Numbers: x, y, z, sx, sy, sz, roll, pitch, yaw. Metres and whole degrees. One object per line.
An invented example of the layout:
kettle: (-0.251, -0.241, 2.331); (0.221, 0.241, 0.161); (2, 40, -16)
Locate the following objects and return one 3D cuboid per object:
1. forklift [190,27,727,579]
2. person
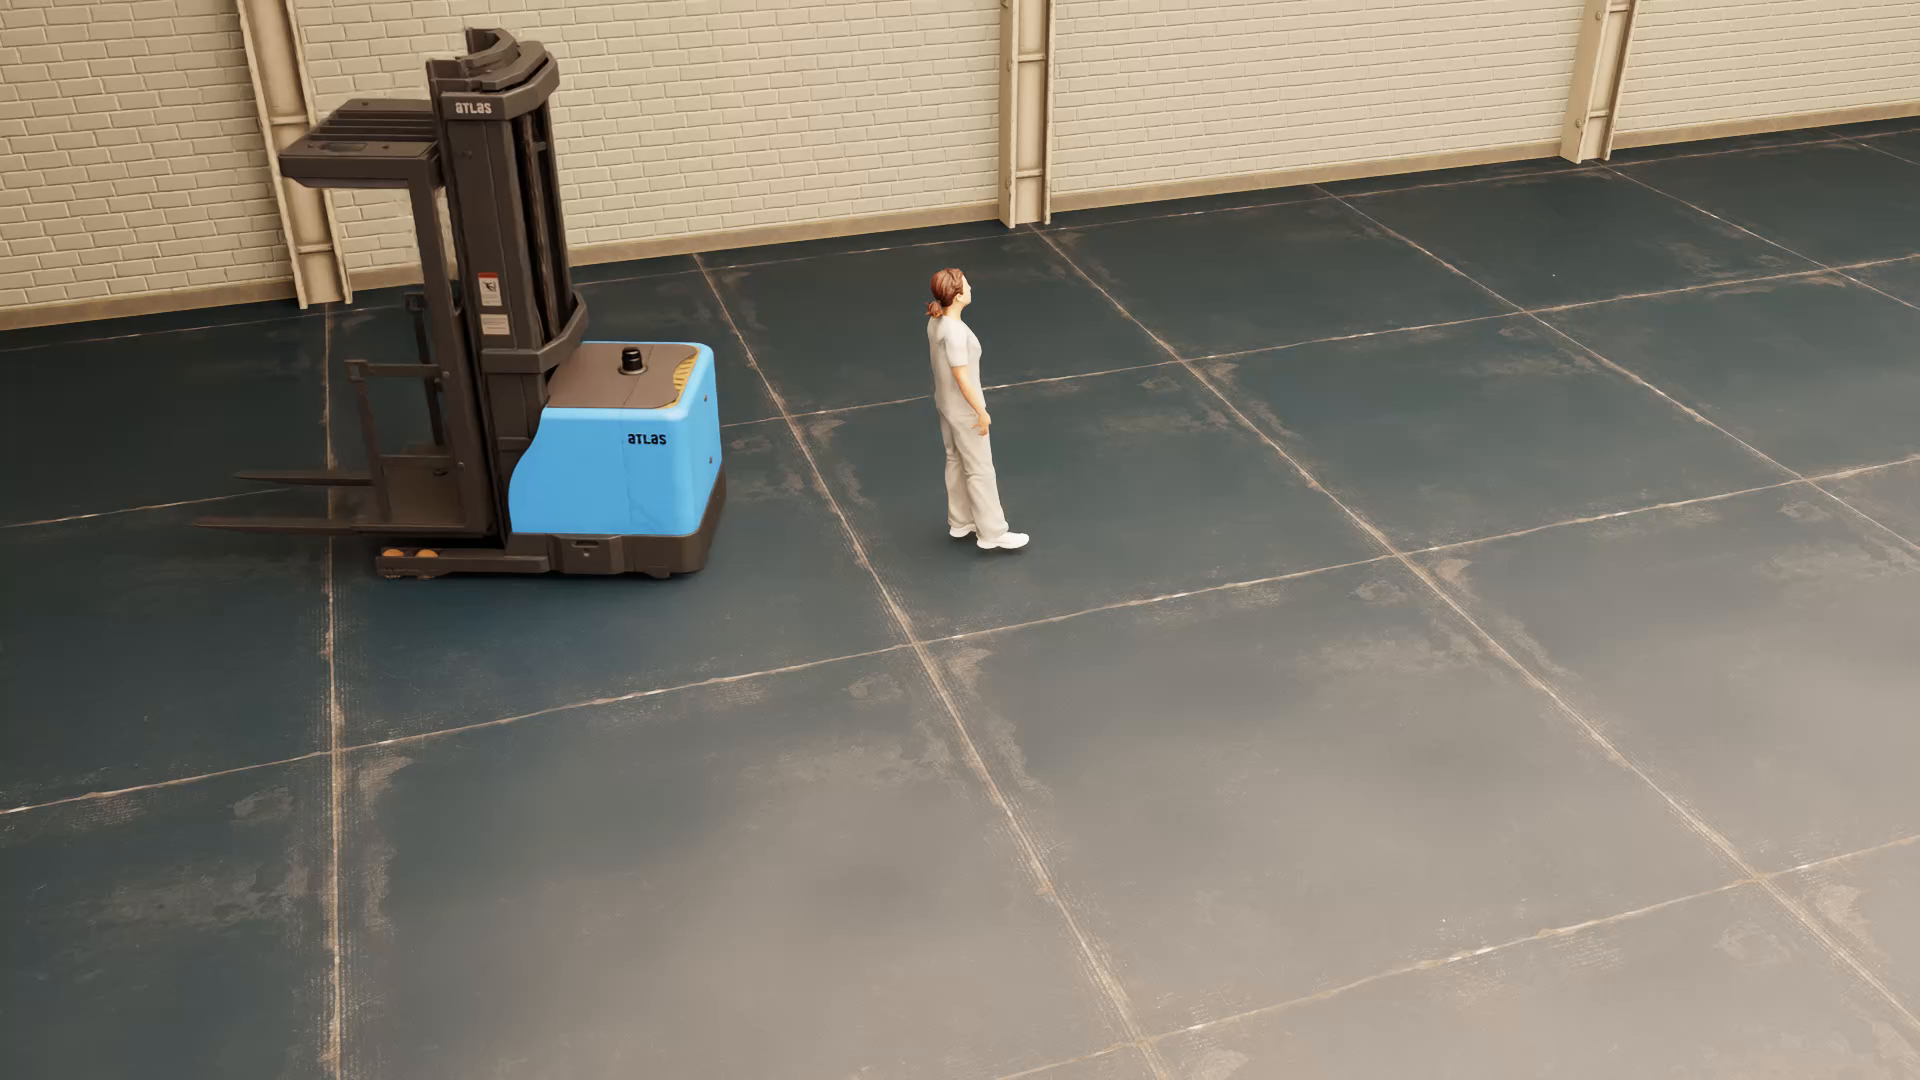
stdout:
forklift: (-2.984, -1.307, 9.358); (3.031, 2.935, 1.130); (1, 30, 2)
person: (0.074, -0.768, 9.597); (0.549, 1.664, 0.550); (-10, 31, -16)
